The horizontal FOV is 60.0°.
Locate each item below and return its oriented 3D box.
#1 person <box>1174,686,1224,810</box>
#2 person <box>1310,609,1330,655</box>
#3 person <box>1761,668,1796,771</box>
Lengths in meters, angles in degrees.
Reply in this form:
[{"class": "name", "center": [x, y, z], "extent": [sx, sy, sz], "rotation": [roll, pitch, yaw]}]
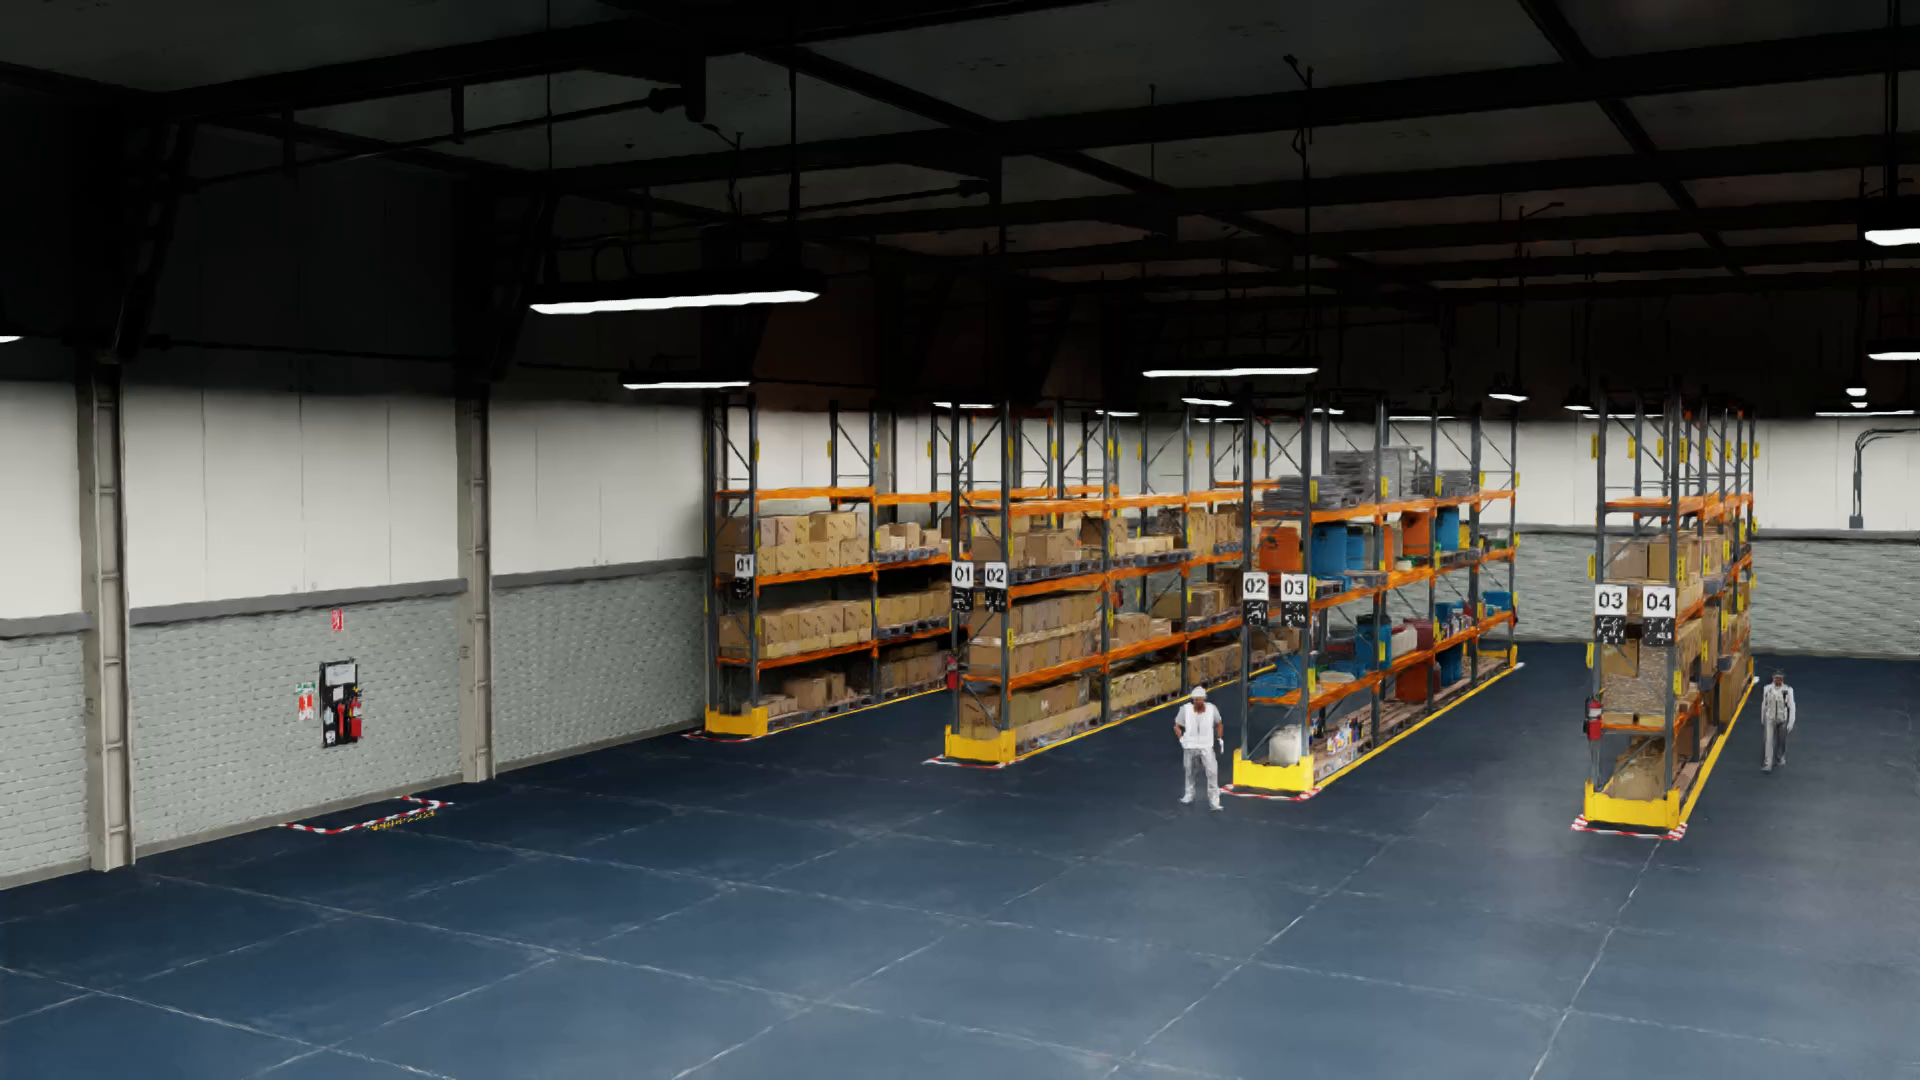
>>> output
[{"class": "person", "center": [3.352, 2.880, 23.250], "extent": [0.703, 1.718, 0.843], "rotation": [1, 3, 12]}, {"class": "person", "center": [8.040, 2.221, 37.182], "extent": [0.417, 1.517, 1.036], "rotation": [2, 4, 31]}, {"class": "person", "center": [12.786, 2.783, 25.985], "extent": [0.488, 1.590, 1.079], "rotation": [2, 3, 26]}]
